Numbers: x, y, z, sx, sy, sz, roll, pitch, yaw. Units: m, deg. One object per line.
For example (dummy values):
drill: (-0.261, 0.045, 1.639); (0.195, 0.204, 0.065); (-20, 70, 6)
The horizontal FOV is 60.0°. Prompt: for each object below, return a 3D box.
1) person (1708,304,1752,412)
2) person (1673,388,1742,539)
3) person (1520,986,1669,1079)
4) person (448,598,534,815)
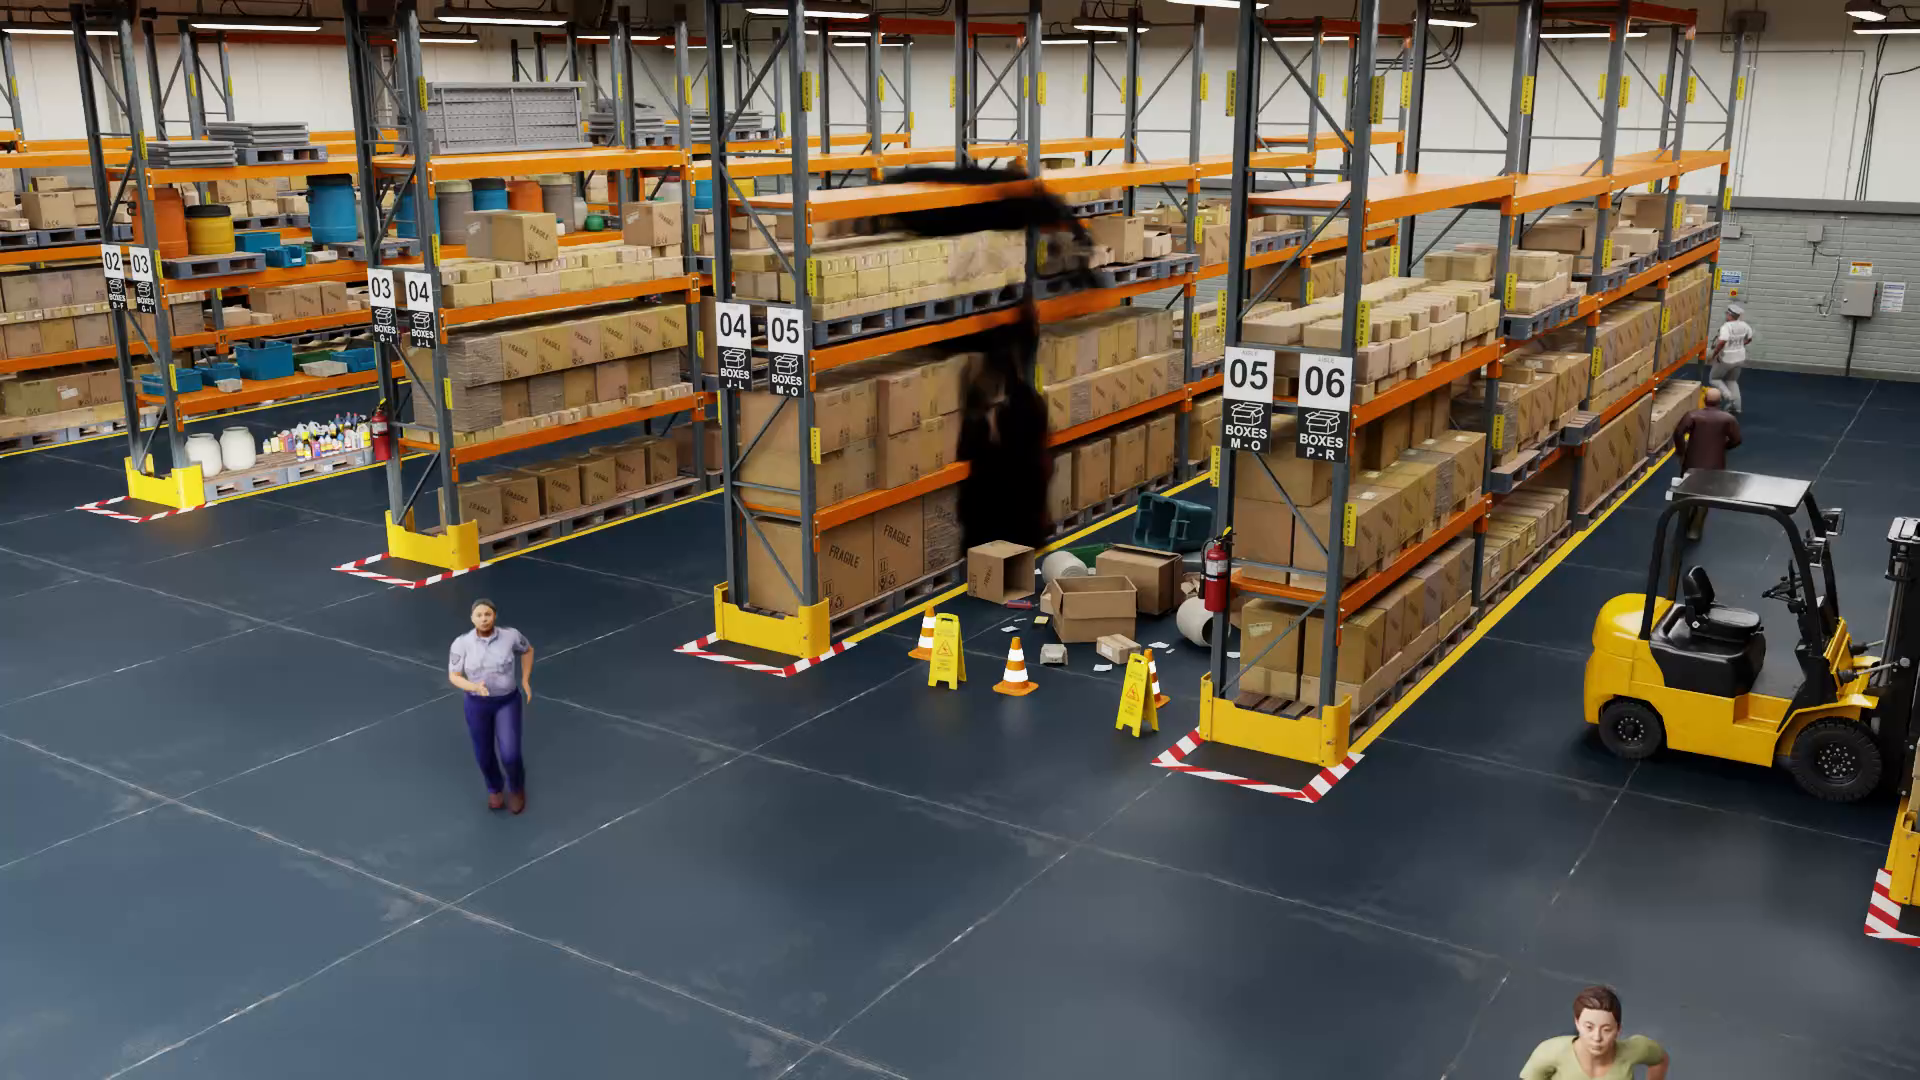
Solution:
person: (12.138, -2.879, 26.350); (0.736, 1.731, 0.521); (-5, 16, -19)
person: (8.599, -0.865, 19.200); (0.714, 1.671, 0.635); (8, 17, 27)
person: (2.575, 2.581, 6.888); (0.563, 1.738, 0.838); (7, 17, 24)
person: (-3.319, 1.203, 11.845); (0.579, 1.629, 0.643); (-3, 16, -11)
